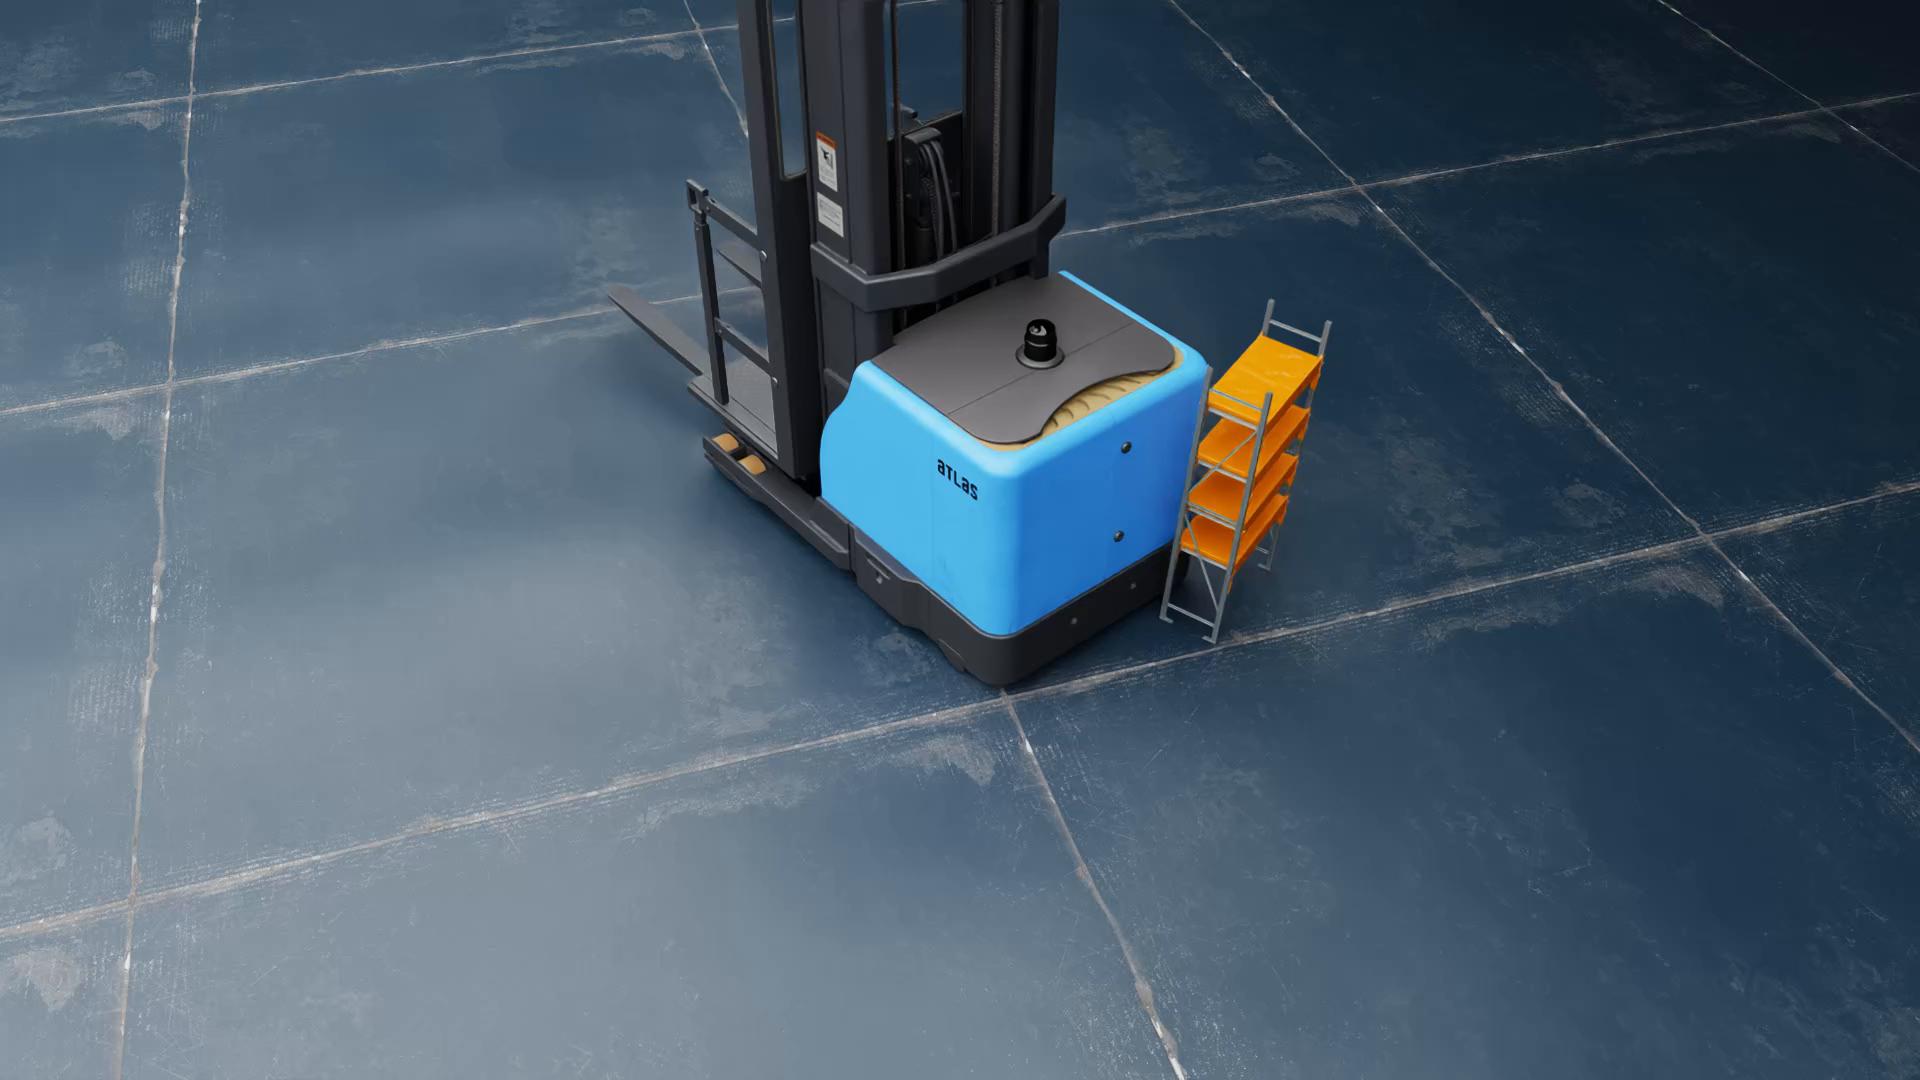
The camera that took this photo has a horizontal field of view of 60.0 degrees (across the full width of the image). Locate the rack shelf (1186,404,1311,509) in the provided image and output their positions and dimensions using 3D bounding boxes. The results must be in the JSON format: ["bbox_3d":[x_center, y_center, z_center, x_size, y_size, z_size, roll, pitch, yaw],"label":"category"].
[{"bbox_3d":[1.039,-0.343,5.982,0.258,0.148,0.480,25,47,21],"label":"rack shelf"}]

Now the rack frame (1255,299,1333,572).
[{"bbox_3d":[1.163,-0.364,6.243,0.240,1.200,0.015,25,47,21],"label":"rack frame"}]

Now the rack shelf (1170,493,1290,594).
[{"bbox_3d":[1.018,-0.035,6.270,0.258,0.148,0.480,25,47,21],"label":"rack shelf"}]

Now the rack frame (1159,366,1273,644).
[{"bbox_3d":[0.900,-0.094,5.934,0.240,1.200,0.015,25,47,21],"label":"rack frame"}]

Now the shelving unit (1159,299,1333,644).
[{"bbox_3d":[1.032,-0.229,6.089,0.258,1.200,0.503,25,47,21],"label":"shelving unit"}]

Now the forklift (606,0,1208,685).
[{"bbox_3d":[-0.431,-1.480,6.217,1.130,2.935,3.031,-29,49,-29],"label":"forklift"}]

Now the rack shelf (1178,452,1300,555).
[{"bbox_3d":[1.028,-0.180,6.135,0.258,0.148,0.480,25,47,21],"label":"rack shelf"}]

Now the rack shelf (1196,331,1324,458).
[{"bbox_3d":[1.051,-0.516,5.821,0.258,0.148,0.480,25,47,21],"label":"rack shelf"}]
